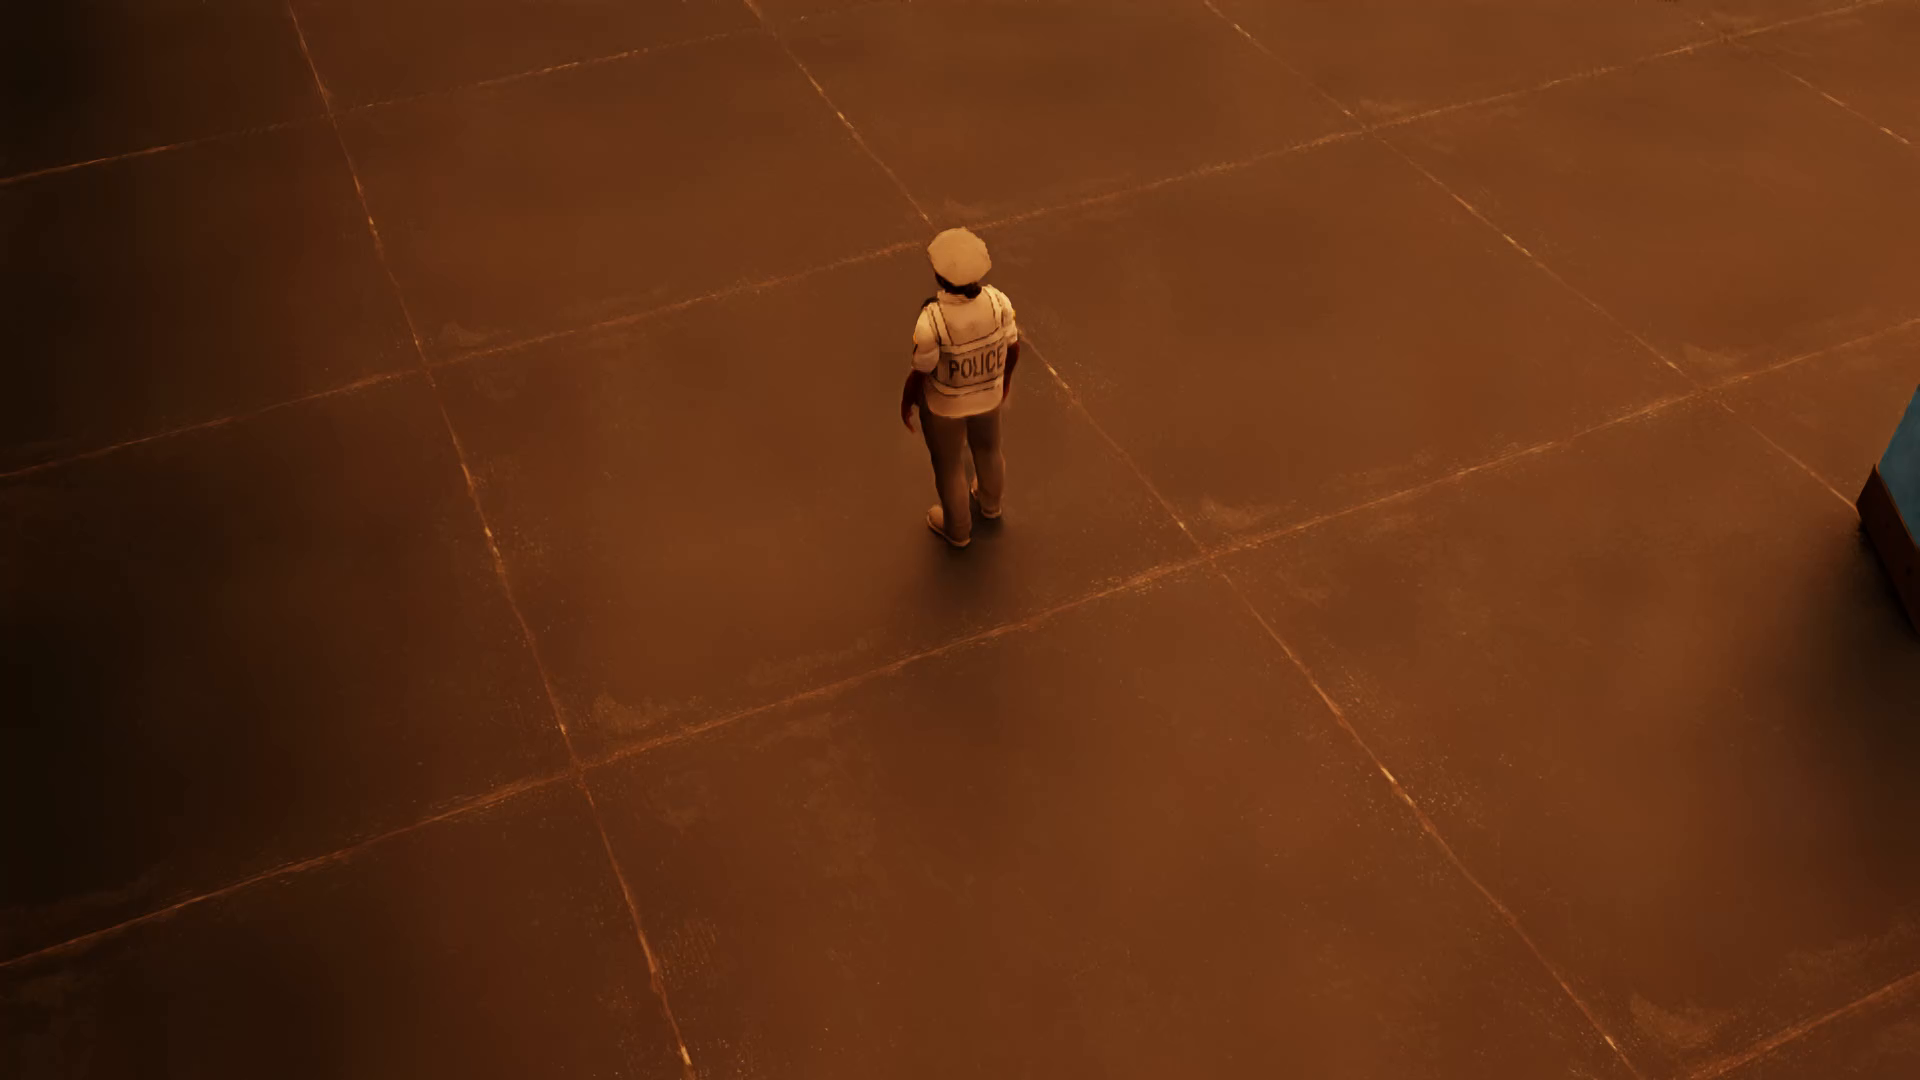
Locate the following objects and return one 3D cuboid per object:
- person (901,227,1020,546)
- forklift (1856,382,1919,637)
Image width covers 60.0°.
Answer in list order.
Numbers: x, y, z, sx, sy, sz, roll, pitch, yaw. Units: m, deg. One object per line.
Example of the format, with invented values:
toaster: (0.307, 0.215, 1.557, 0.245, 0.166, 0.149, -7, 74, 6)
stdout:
person: (-0.005, -0.680, 7.304, 0.550, 1.695, 0.529, -18, 46, -18)
forklift: (5.733, -0.809, 6.547, 3.031, 2.935, 1.130, 3, 43, 3)
